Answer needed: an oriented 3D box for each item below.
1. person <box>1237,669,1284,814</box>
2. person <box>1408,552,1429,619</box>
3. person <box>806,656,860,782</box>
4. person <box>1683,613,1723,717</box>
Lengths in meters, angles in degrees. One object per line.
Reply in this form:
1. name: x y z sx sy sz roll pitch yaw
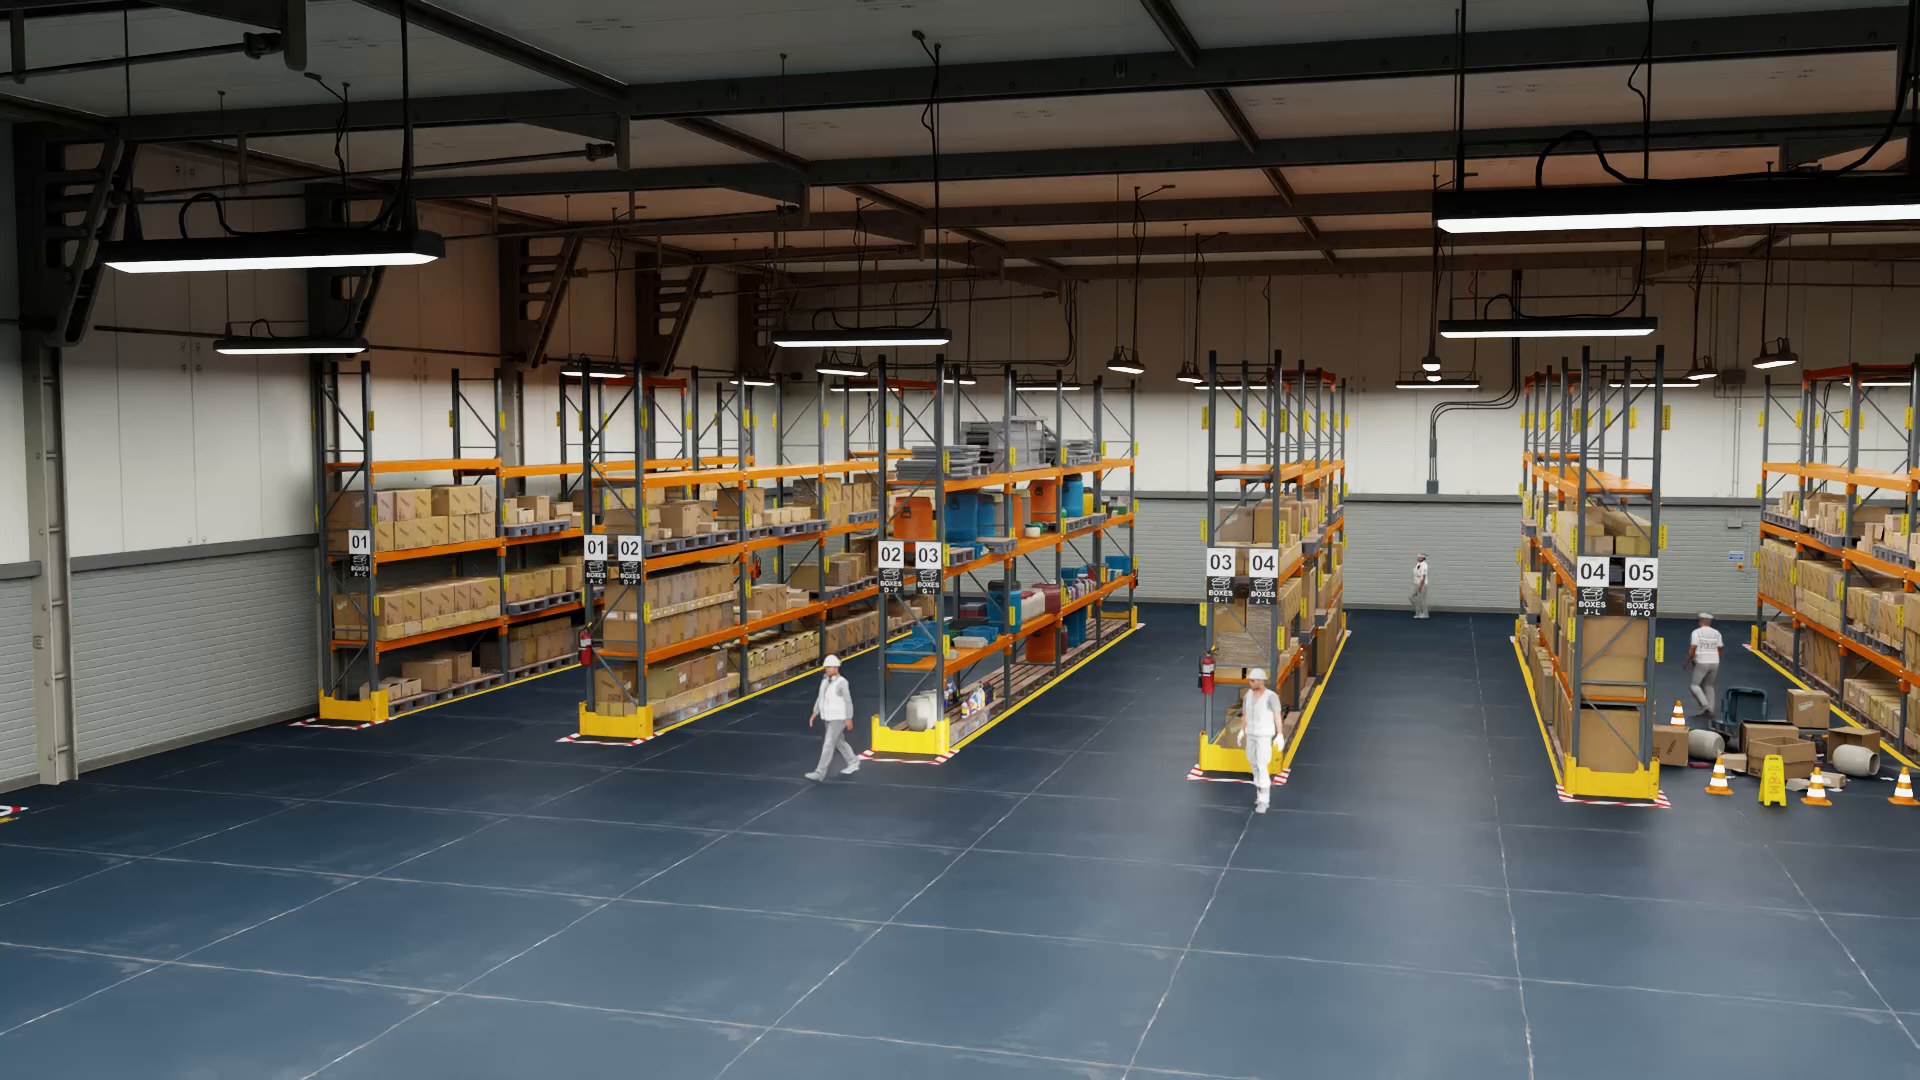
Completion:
1. person: 3.832 2.576 21.546 0.602 1.800 0.614 -4 5 -41
2. person: 11.621 1.158 42.088 0.475 1.730 0.507 0 4 -5
3. person: -1.810 2.467 23.220 1.063 1.708 0.559 -3 5 -35
4. person: 12.694 2.128 28.262 0.610 1.741 0.606 -1 4 -9
